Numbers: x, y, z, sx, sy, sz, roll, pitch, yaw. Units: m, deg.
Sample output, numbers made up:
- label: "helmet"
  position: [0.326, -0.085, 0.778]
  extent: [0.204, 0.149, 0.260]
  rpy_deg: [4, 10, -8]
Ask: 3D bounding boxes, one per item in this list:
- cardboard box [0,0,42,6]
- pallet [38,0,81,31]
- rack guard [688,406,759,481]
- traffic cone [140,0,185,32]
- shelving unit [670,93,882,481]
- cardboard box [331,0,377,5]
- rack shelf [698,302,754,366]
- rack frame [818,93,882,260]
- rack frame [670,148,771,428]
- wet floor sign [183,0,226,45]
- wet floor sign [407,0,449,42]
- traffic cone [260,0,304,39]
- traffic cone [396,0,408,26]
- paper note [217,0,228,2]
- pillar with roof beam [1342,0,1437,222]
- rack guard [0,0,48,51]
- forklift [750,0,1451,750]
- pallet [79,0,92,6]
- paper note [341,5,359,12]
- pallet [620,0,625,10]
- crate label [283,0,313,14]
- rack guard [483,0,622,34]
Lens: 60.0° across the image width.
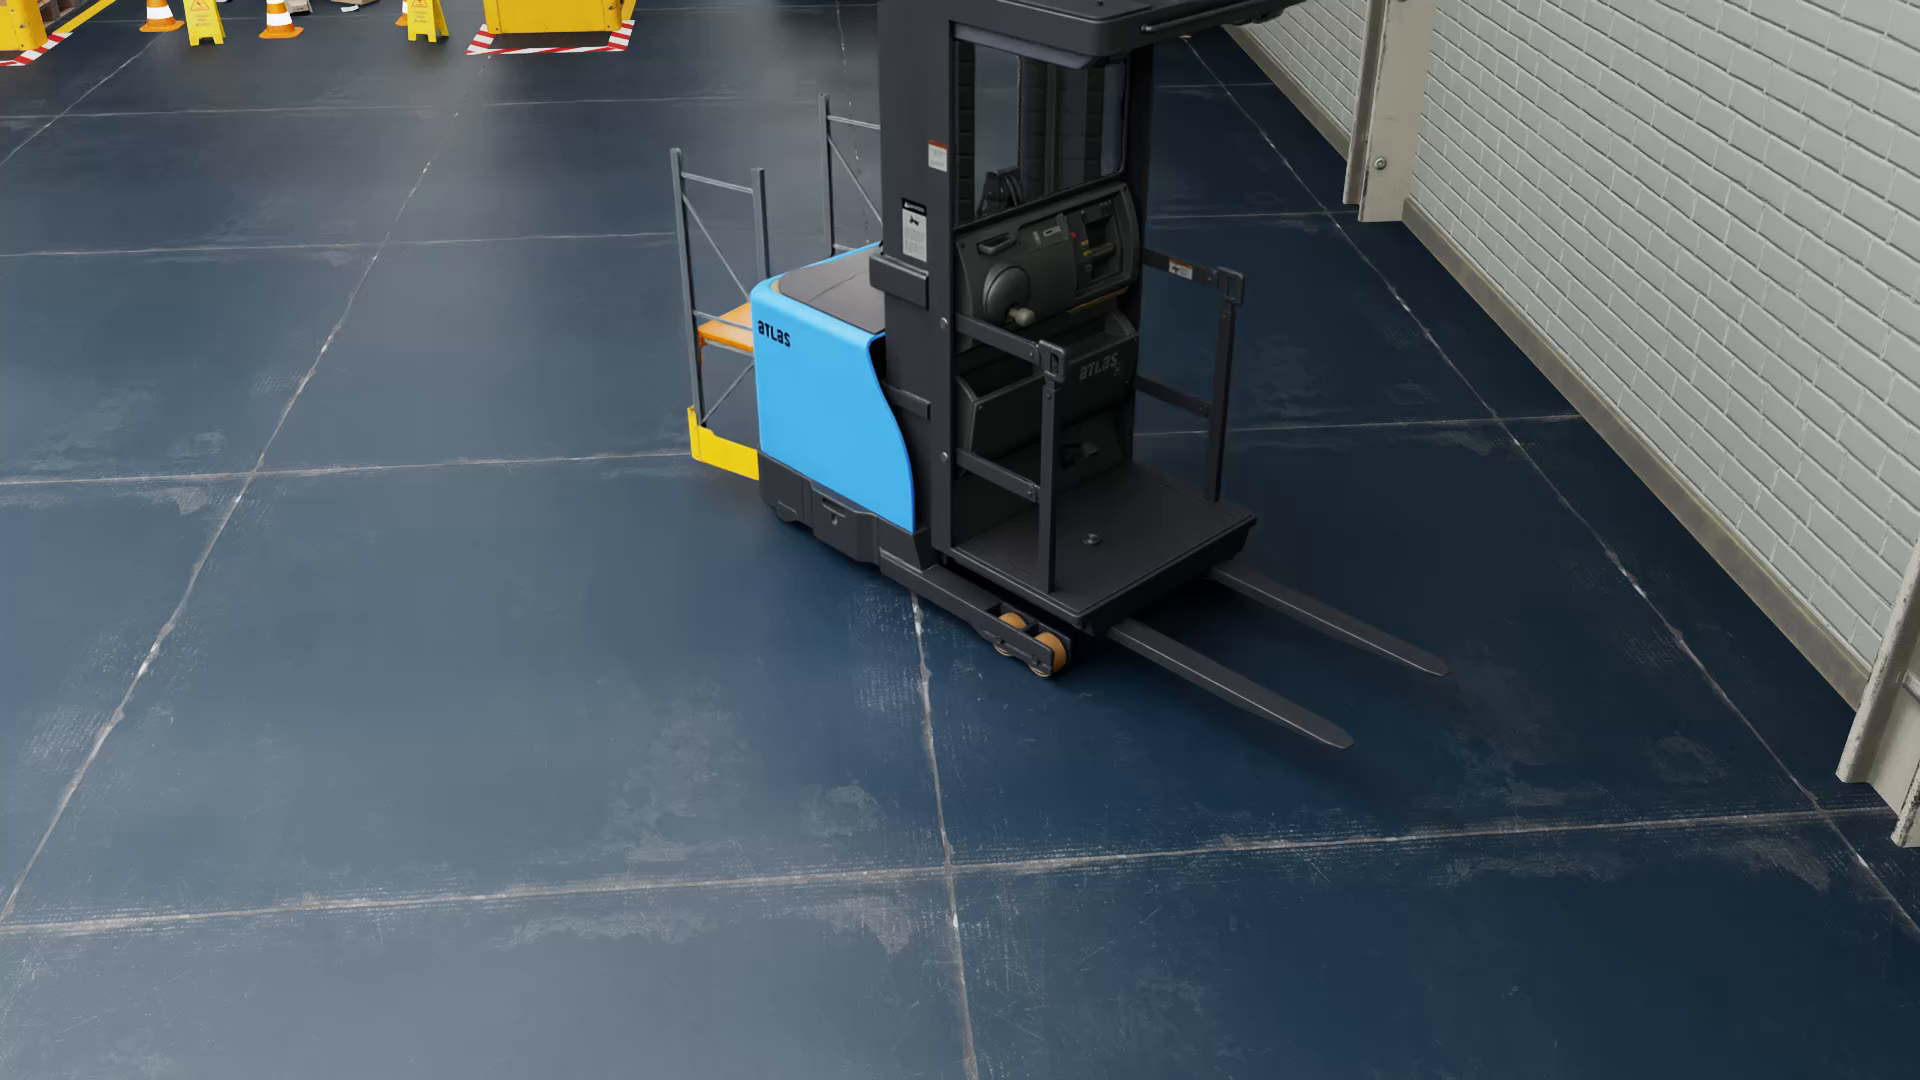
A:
- label: "cardboard box"
  position: [-8.681, -5.184, 14.665]
  extent: [0.875, 0.875, 0.875]
  rpy_deg: [-3, 31, -4]
- label: "pallet"
  position: [-8.705, -4.780, 15.046]
  extent: [1.003, 0.211, 1.213]
  rpy_deg: [-3, 31, -5]
- label: "rack guard"
  position: [-1.017, -0.434, 7.733]
  extent: [0.587, 0.250, 0.087]
  rpy_deg: [19, 36, 29]
- label: "traffic cone"
  position: [-7.188, -4.822, 14.872]
  extent: [0.336, 0.463, 0.334]
  rpy_deg: [-3, 31, -5]
- label: "shelving unit"
  position: [-0.737, -1.182, 7.766]
  extent: [0.587, 1.500, 1.083]
  rpy_deg: [19, 36, 29]
- label: "cardboard box"
  position: [-5.767, -5.209, 15.826]
  extent: [0.380, 0.149, 0.250]
  rpy_deg: [13, 33, 21]
- label: "rack shelf"
  position: [-0.742, -1.024, 7.852]
  extent: [0.538, 0.185, 1.000]
  rpy_deg: [19, 36, 29]
- label: "rack frame"
  position: [-0.455, -1.393, 8.120]
  extent: [0.500, 1.500, 0.032]
  rpy_deg: [19, 36, 29]
- label: "rack frame"
  position: [-1.028, -0.963, 7.399]
  extent: [0.500, 1.500, 0.032]
  rpy_deg: [19, 36, 29]
- label: "wet floor sign"
  position: [-6.578, -4.642, 14.392]
  extent: [0.267, 0.644, 0.232]
  rpy_deg: [-8, 32, -13]
- label: "wet floor sign"
  position: [-4.681, -4.702, 14.493]
  extent: [0.267, 0.644, 0.232]
  rpy_deg: [8, 32, 13]
- label: "traffic cone"
  position: [-6.031, -4.703, 14.672]
  extent: [0.336, 0.463, 0.334]
  rpy_deg: [-3, 31, -5]
- label: "traffic cone"
  position: [-4.958, -4.930, 15.052]
  extent: [0.336, 0.463, 0.334]
  rpy_deg: [-3, 31, -5]
- label: "paper note"
  position: [-7.004, -5.158, 15.857]
  extent: [0.144, 0.017, 0.142]
  rpy_deg: [8, 32, 13]
- label: "pillar with roof beam"
  position: [-1.585, -5.805, 8.194]
  extent: [9.100, 9.000, 0.400]
  rpy_deg: [-3, 31, -5]
- label: "rack guard"
  position: [-8.550, -4.487, 14.274]
  extent: [1.175, 0.500, 0.348]
  rpy_deg: [-3, 31, -5]
- label: "forklift"
  position: [0.491, -1.034, 6.124]
  extent: [1.130, 2.935, 3.031]
  rpy_deg: [-26, 40, -37]
- label: "pallet"
  position: [-8.816, -5.401, 16.087]
  extent: [1.003, 0.211, 1.213]
  rpy_deg: [-3, 31, -5]
- label: "paper note"
  position: [-5.703, -4.974, 15.547]
  extent: [0.148, 0.019, 0.142]
  rpy_deg: [-14, 33, -22]
- label: "pallet"
  position: [-3.681, -5.119, 15.615]
  extent: [1.003, 0.211, 1.213]
  rpy_deg: [-3, 31, -5]
- label: "crate label"
  position: [-6.166, -4.961, 15.423]
  extent: [0.250, 0.136, 0.298]
  rpy_deg: [-20, 36, -30]
- label: "rack guard"
  position: [-3.640, -4.827, 14.843]
  extent: [1.175, 0.500, 0.348]
  rpy_deg: [-3, 31, -5]
